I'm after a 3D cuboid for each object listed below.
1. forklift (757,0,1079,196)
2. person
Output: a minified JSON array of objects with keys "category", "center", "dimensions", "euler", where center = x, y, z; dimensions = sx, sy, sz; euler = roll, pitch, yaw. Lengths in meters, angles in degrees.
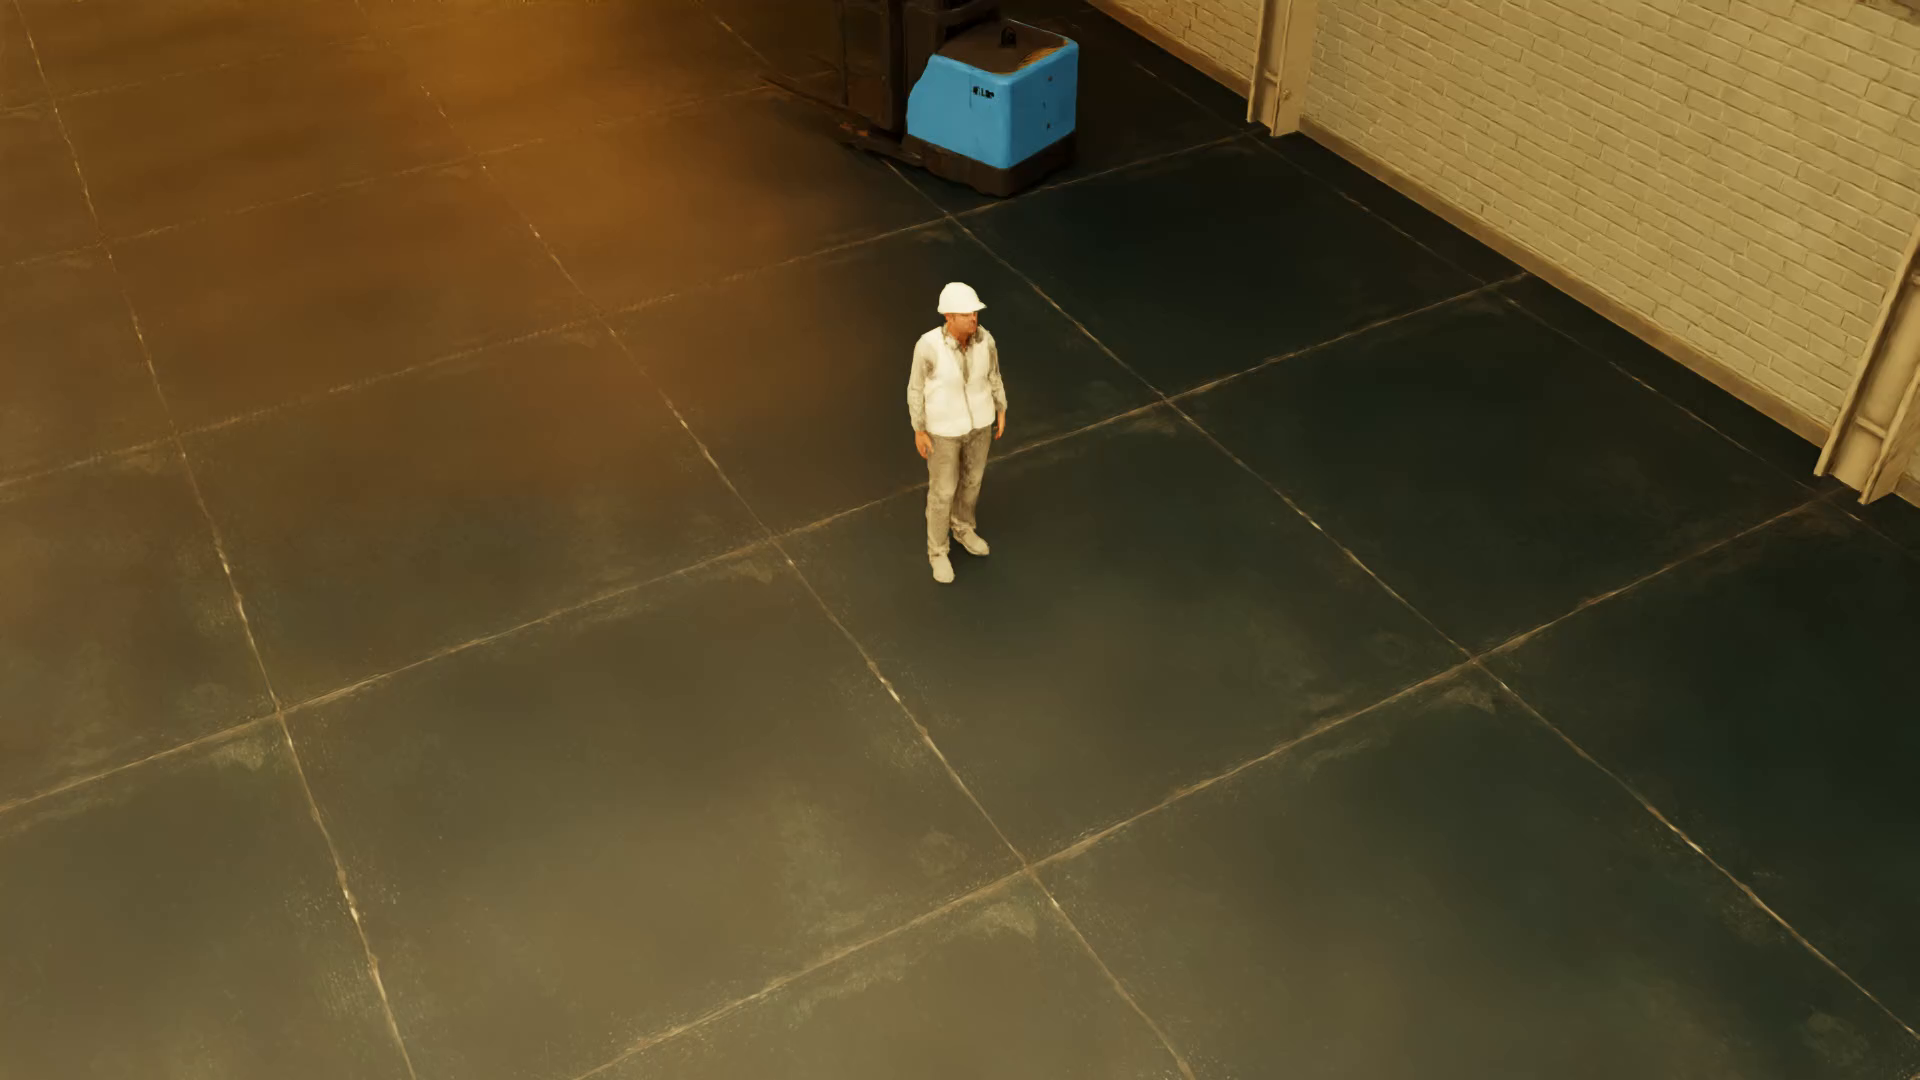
[{"category":"forklift","center":[-0.467,-4.740,13.751],"dimensions":[3.031,2.935,1.130],"euler":[28,47,30]},{"category":"person","center":[0.025,-0.650,9.715],"dimensions":[0.632,1.773,0.563],"euler":[-20,44,-23]}]
